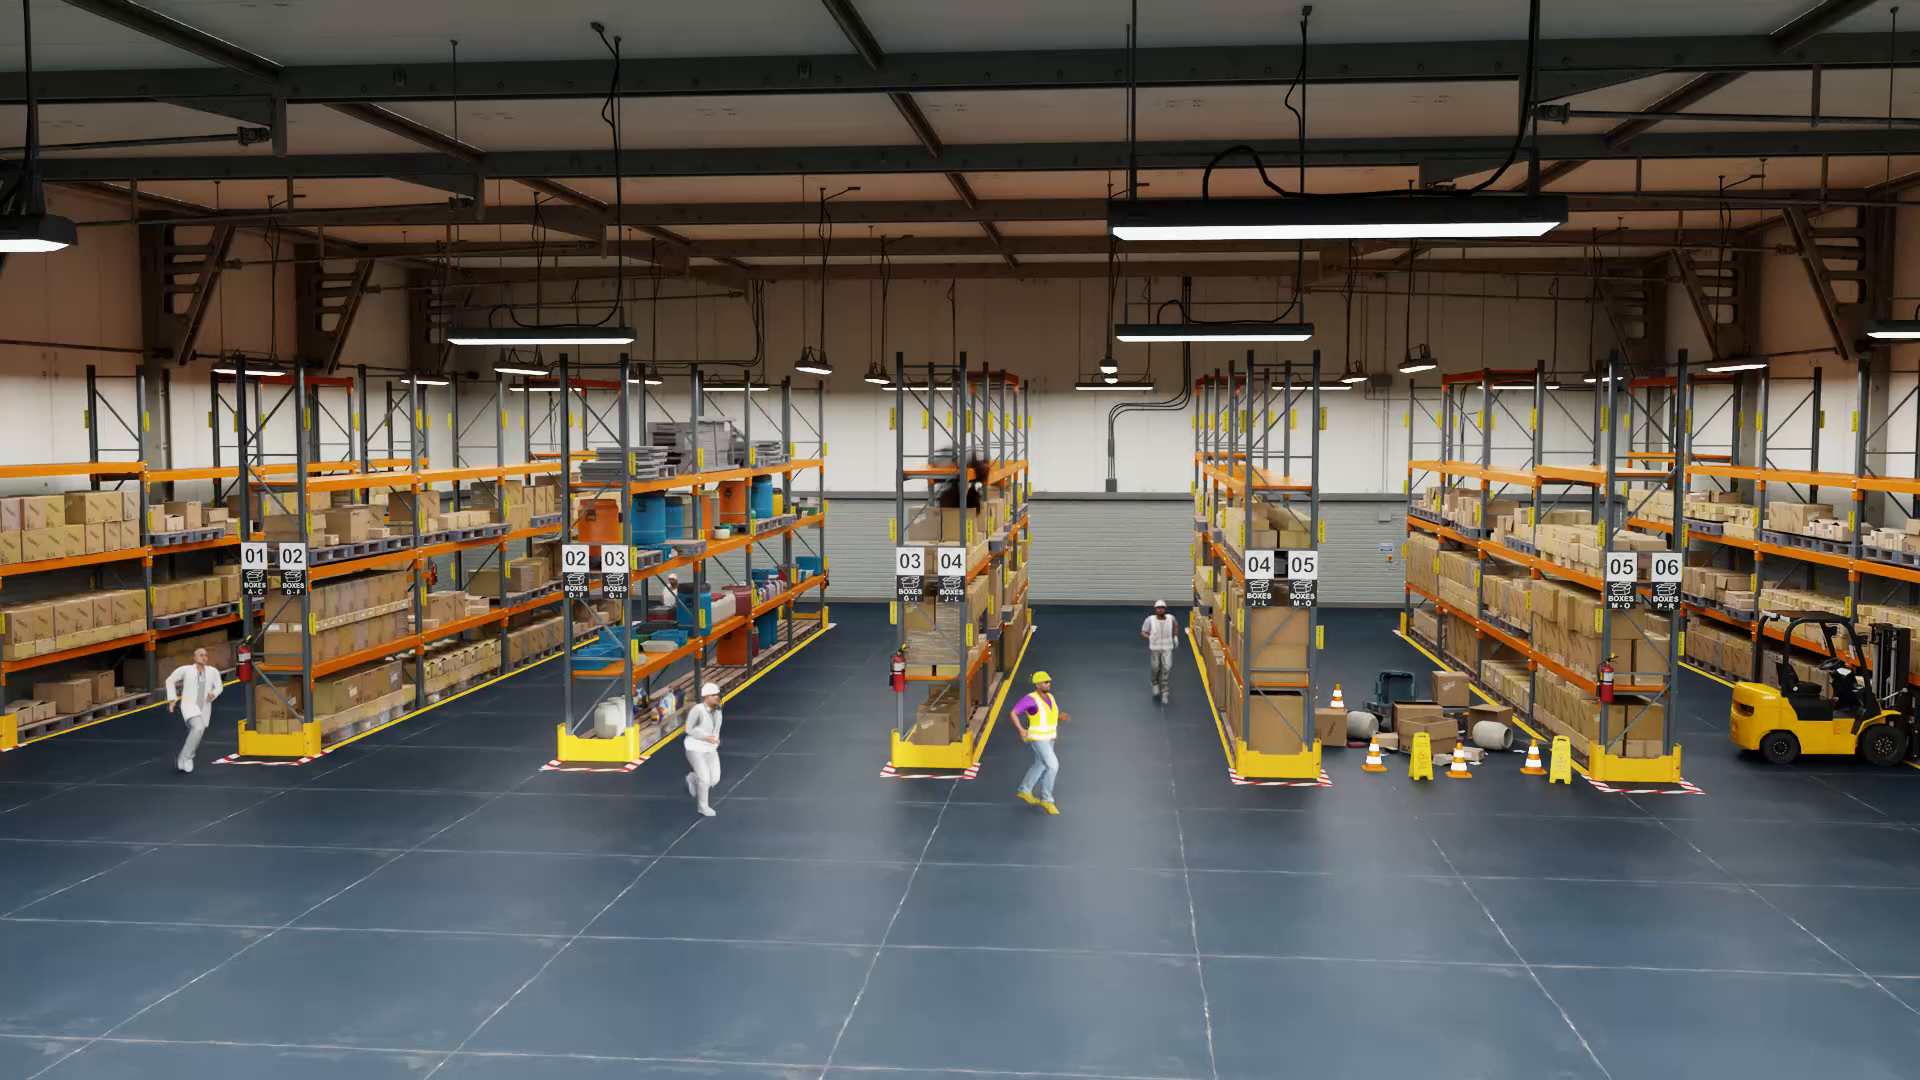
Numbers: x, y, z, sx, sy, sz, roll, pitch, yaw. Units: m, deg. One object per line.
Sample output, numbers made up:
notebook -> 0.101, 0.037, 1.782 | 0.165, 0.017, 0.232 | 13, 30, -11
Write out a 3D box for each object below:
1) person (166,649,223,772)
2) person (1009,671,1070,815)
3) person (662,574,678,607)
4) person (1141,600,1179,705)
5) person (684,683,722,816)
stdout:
person -> -10.930, 2.427, 23.862 | 0.702, 1.725, 0.683 | 4, 5, 41
person -> 1.050, 2.600, 21.395 | 0.772, 1.831, 0.668 | 3, 5, 33
person -> -6.126, 1.600, 35.753 | 0.666, 1.775, 1.141 | 0, 4, 5
person -> 3.595, 1.986, 29.844 | 0.686, 1.819, 0.924 | 0, 4, 3
person -> -3.268, 2.653, 21.186 | 0.736, 1.710, 0.641 | 4, 6, 43
